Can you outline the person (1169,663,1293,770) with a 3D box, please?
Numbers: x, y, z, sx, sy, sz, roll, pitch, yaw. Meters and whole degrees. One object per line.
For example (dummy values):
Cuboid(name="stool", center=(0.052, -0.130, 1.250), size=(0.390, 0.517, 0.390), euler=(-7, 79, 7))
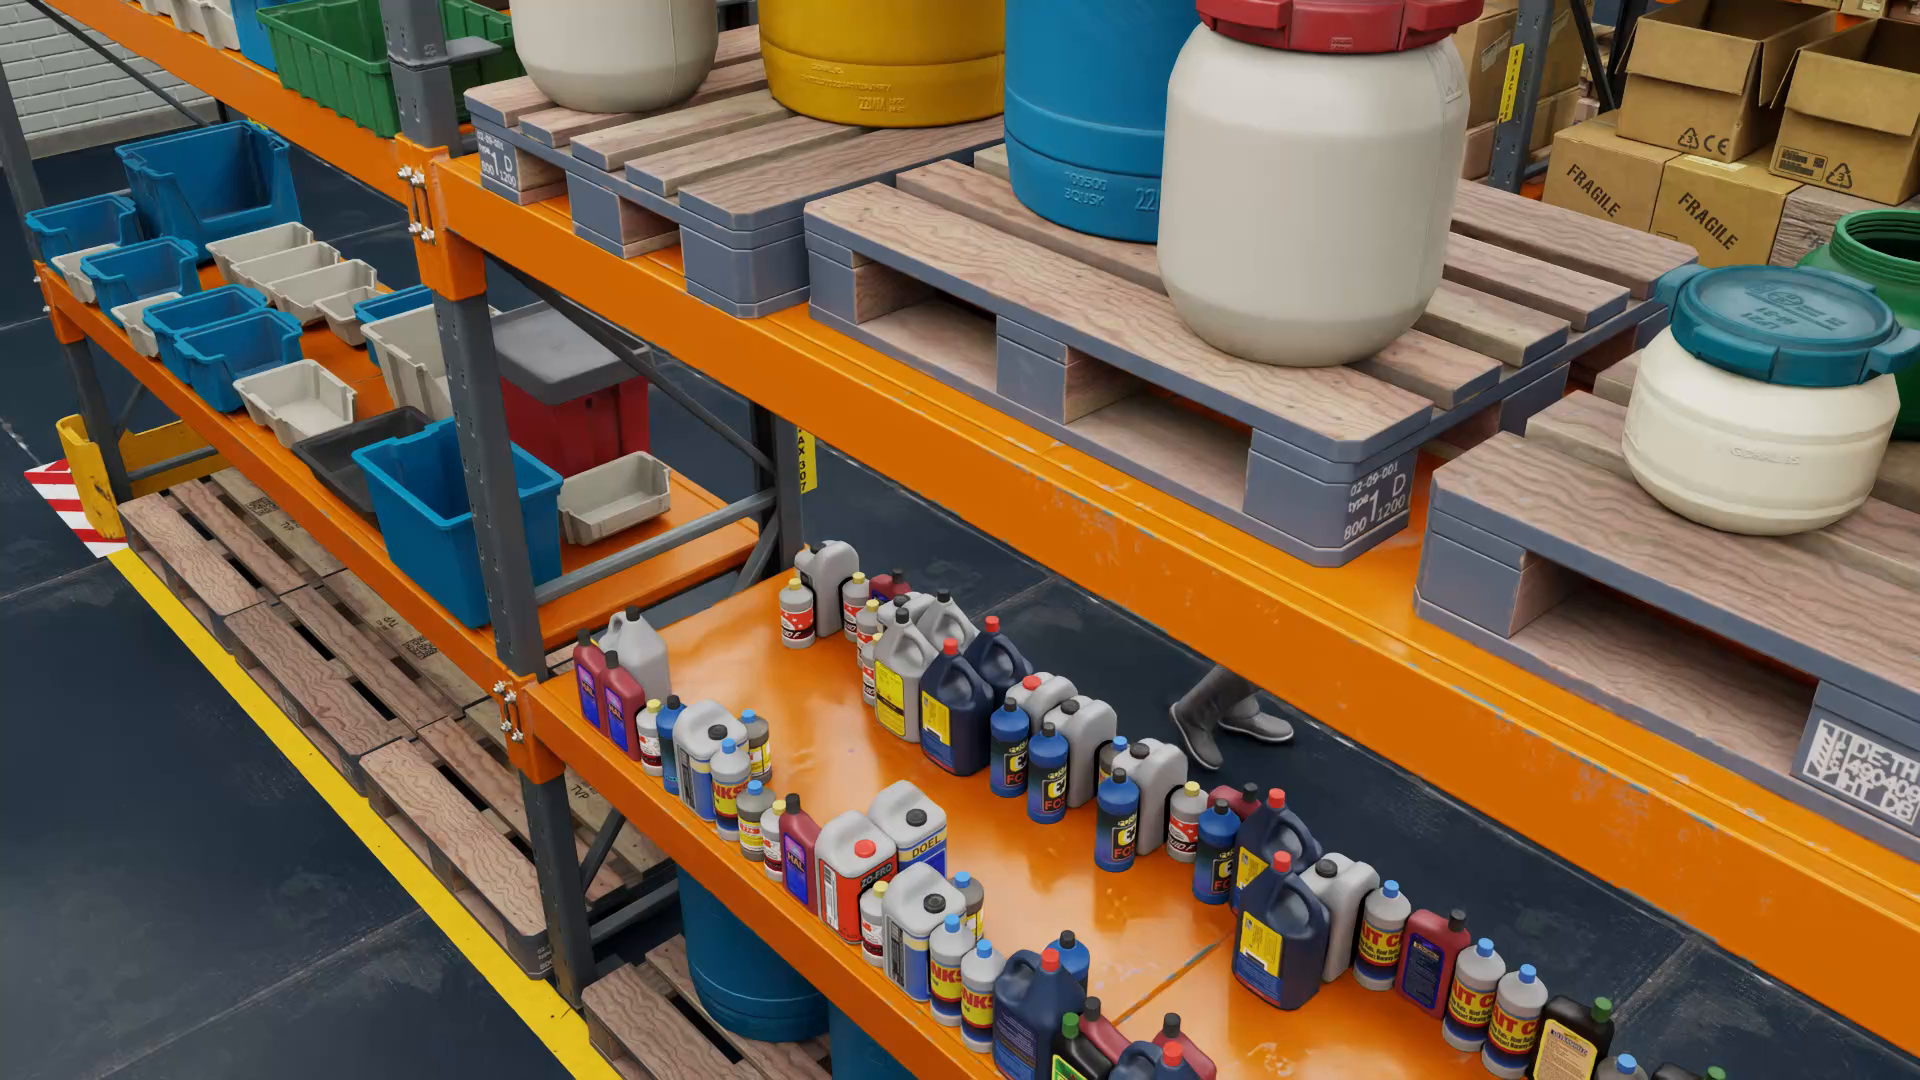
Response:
Cuboid(name="person", center=(1.050, 0.055, 5.991), size=(0.447, 1.699, 0.492), euler=(11, 34, 17))
